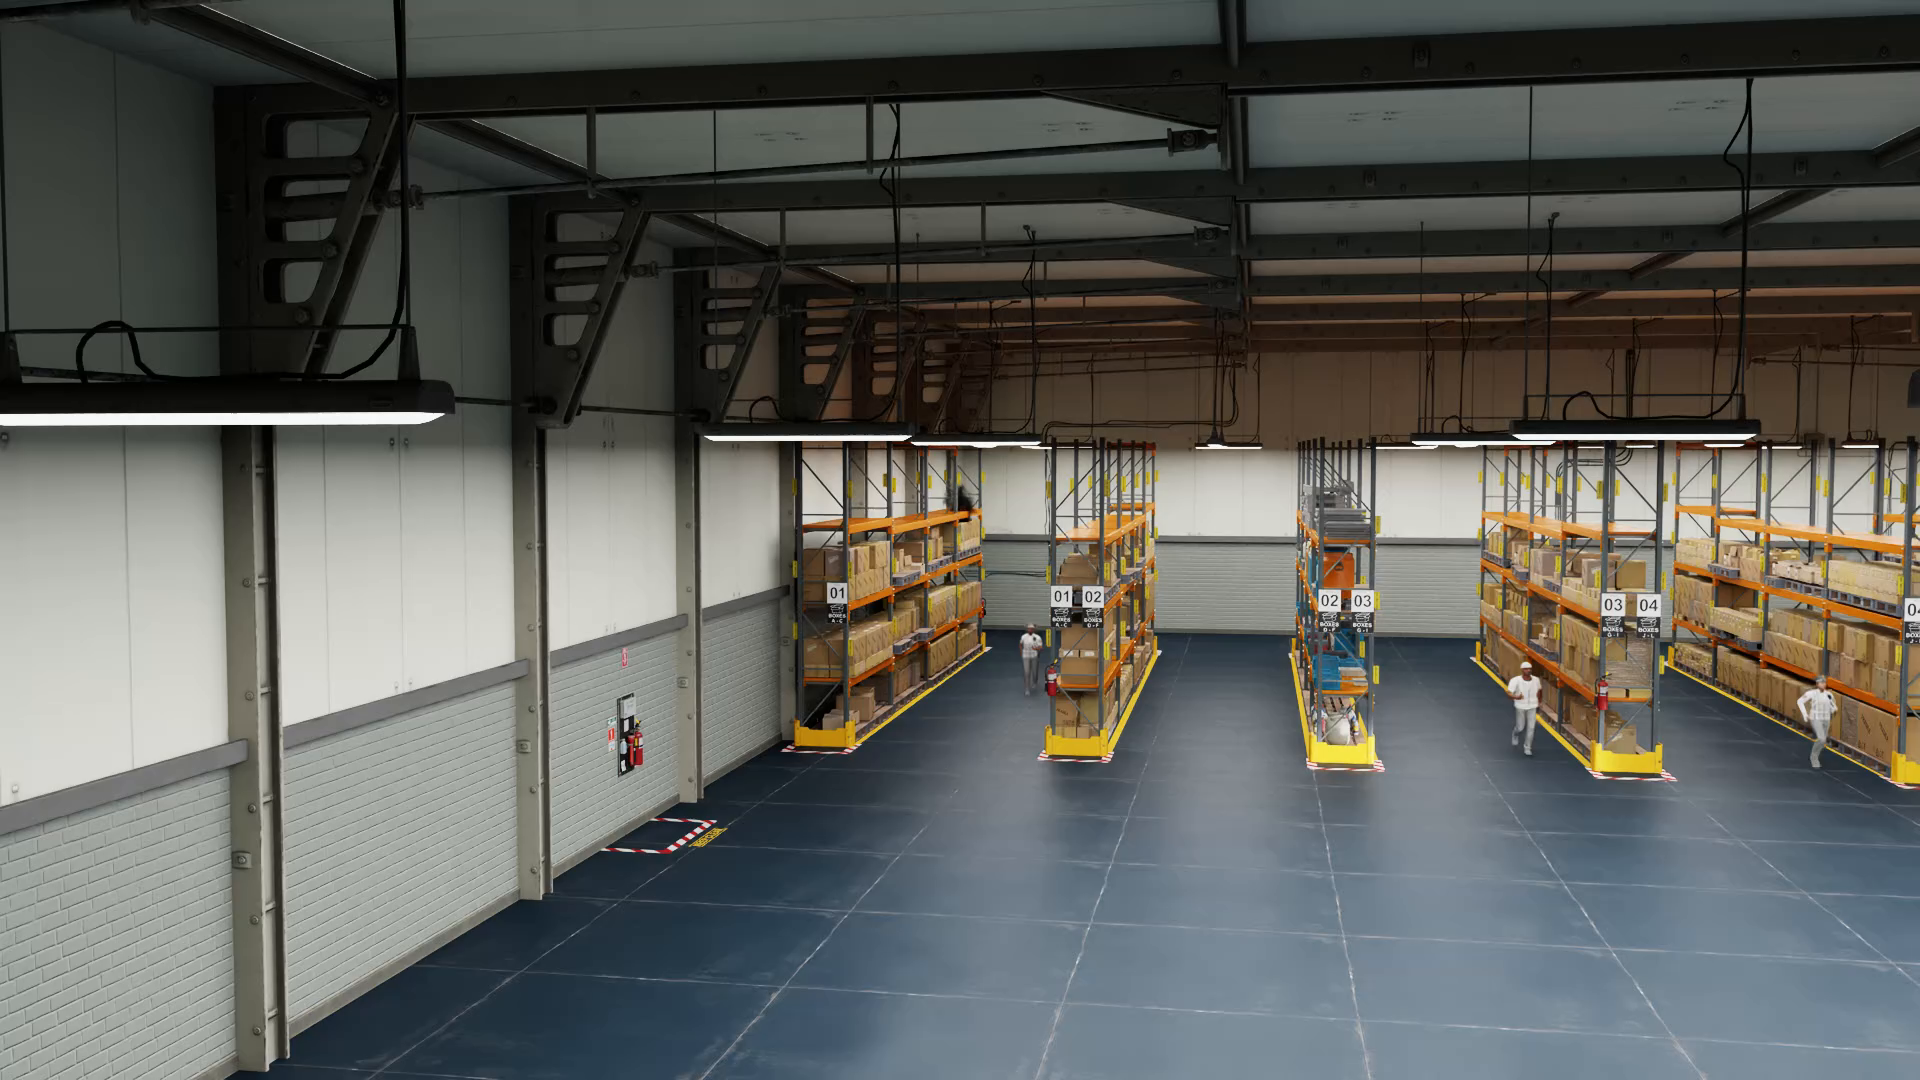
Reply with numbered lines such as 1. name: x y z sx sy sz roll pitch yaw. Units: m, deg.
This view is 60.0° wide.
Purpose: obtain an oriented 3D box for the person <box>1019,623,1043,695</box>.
1. person: 1.669 2.782 39.275 0.580 1.676 0.935 0 3 6

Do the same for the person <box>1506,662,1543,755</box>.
1. person: 10.726 3.173 31.578 0.709 1.740 0.804 0 3 2

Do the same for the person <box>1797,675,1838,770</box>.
1. person: 15.551 3.289 30.061 0.579 1.700 0.685 0 3 -5
